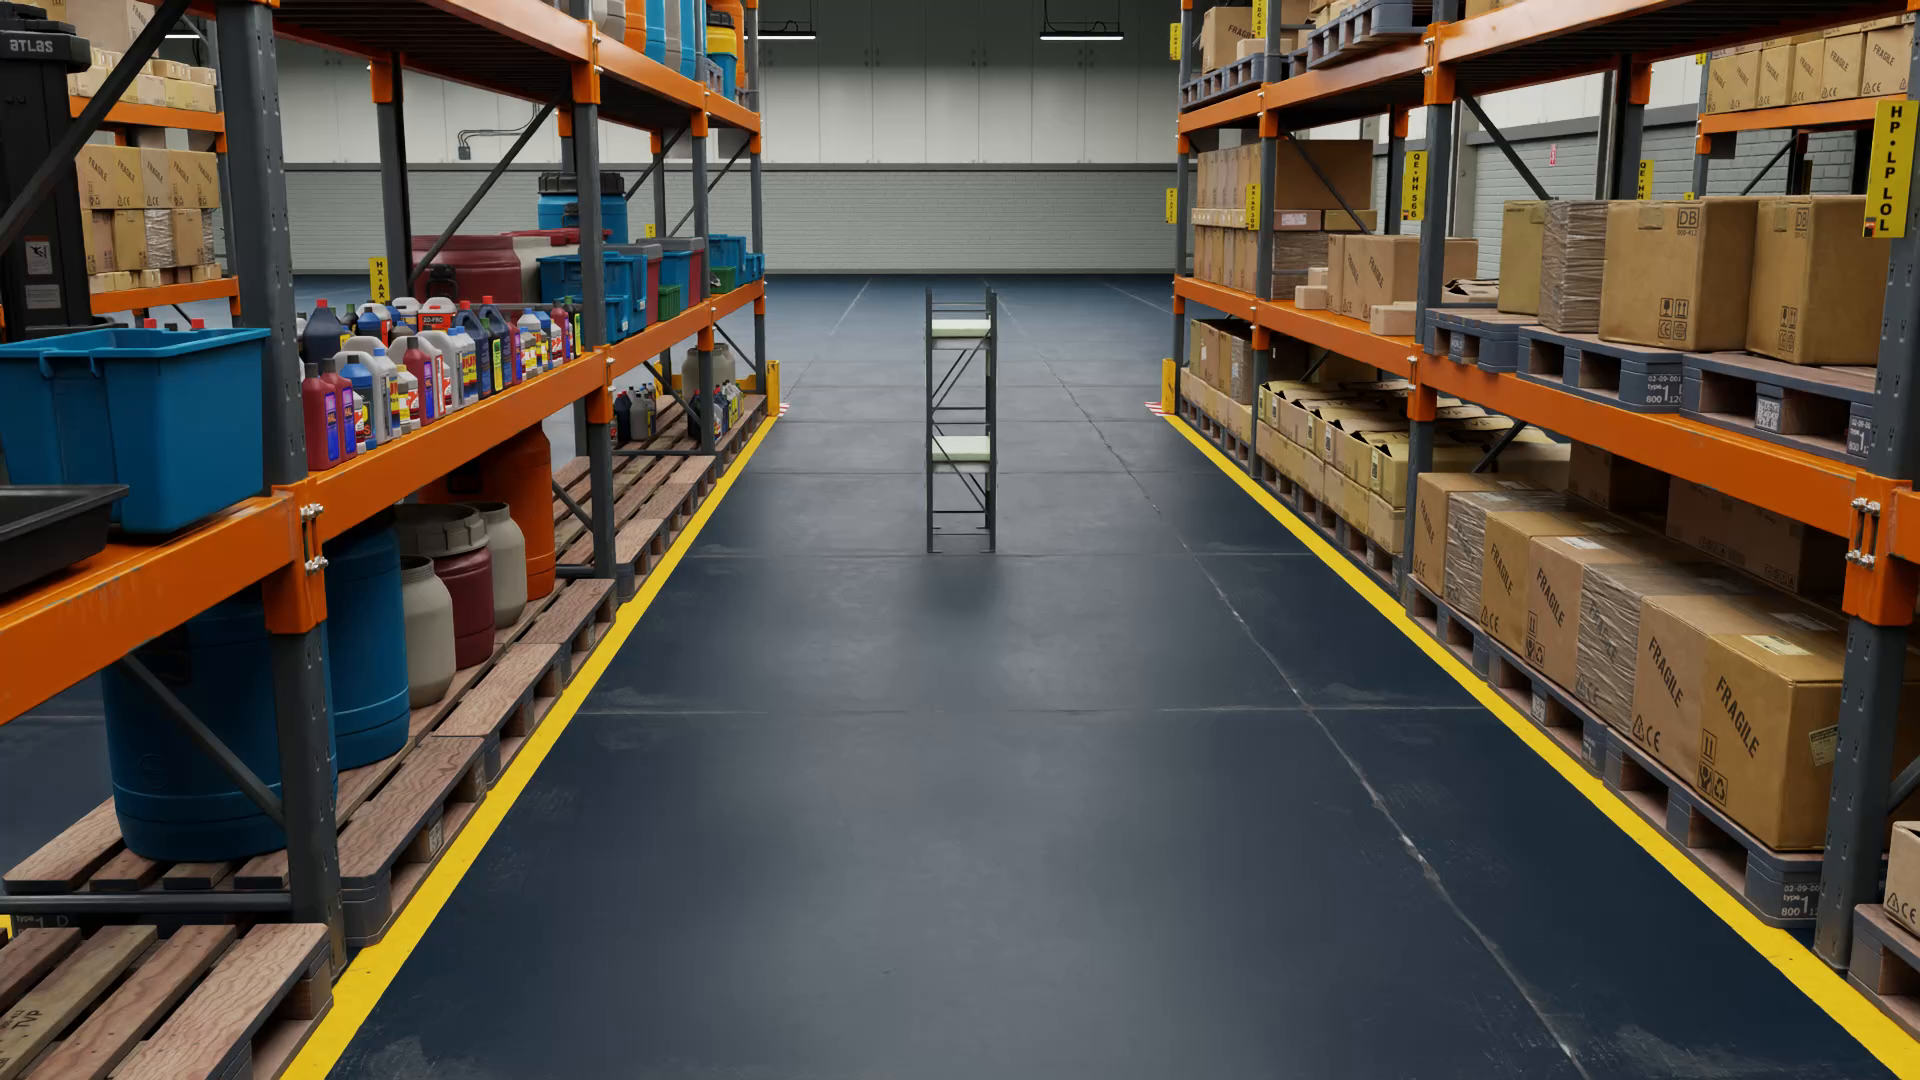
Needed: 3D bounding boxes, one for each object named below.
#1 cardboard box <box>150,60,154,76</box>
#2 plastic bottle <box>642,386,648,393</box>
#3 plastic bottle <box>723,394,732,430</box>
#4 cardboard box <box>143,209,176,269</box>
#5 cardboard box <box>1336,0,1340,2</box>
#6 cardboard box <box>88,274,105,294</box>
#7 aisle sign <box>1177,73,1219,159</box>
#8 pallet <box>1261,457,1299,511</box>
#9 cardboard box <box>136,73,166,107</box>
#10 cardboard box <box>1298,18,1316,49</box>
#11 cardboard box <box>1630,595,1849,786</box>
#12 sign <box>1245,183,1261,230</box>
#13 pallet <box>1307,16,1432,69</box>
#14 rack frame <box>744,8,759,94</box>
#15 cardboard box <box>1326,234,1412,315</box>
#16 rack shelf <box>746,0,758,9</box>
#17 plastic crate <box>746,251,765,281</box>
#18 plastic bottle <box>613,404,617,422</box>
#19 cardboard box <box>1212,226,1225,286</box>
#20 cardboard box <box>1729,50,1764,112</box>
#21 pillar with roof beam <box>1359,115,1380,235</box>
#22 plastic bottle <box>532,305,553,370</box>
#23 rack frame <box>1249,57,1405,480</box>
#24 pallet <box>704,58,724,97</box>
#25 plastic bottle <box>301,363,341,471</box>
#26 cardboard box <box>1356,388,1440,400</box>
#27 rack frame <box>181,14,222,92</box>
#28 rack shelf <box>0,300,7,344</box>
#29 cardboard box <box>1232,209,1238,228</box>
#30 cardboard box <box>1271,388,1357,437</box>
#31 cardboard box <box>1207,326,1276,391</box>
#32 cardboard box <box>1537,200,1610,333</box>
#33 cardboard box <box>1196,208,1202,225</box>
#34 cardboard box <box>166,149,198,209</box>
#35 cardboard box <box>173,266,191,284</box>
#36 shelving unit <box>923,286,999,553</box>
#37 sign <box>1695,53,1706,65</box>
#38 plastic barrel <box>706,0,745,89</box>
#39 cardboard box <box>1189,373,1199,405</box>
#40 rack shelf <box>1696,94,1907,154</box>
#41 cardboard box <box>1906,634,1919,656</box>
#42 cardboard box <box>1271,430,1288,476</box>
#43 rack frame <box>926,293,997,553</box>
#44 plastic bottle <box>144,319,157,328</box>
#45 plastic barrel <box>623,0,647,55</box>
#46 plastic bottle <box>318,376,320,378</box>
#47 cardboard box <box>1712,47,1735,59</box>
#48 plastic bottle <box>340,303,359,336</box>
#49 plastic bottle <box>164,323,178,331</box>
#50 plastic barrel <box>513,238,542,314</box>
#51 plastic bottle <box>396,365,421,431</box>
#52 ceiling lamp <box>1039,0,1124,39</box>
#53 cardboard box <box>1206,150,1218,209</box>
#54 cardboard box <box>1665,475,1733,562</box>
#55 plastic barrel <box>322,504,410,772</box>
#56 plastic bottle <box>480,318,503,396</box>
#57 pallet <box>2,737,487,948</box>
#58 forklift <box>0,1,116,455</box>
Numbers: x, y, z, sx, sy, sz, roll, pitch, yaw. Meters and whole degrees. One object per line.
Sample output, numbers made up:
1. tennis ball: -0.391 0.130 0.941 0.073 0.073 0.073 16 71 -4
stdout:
1. cardboard box: -7.104 -4.014 14.132 0.380 0.149 0.250 0 11 0
2. plastic bottle: -2.650 -1.151 13.943 0.097 0.271 0.097 0 11 0
3. plastic bottle: -1.868 -1.024 13.288 0.061 0.283 0.133 0 11 1
4. cardboard box: -7.253 -2.569 14.177 0.875 0.500 0.500 0 11 -1
5. cardboard box: 2.660 -3.661 10.449 0.500 0.500 0.500 1 12 4
6. cardboard box: -6.960 -2.006 13.037 0.380 0.149 0.250 0 11 -1
7. aisle sign: 2.262 -4.008 15.731 0.394 0.787 0.004 0 11 -1
8. pallet: 2.706 -0.414 11.568 1.003 0.211 1.213 0 11 -1
9. cardboard box: -7.055 -3.783 13.992 0.500 0.250 0.500 0 11 0
10. cardboard box: 2.894 -3.836 12.695 0.500 0.311 0.500 -1 12 -4
11. cardboard box: 2.519 0.478 5.340 0.500 0.500 0.500 0 11 -1
12. sign: 2.097 -2.387 11.905 0.100 0.325 0.005 0 11 -1
13. pallet: 2.605 -2.866 9.572 1.003 0.211 1.213 0 11 1
14. rack frame: -2.383 -5.642 15.238 1.000 3.000 0.127 0 11 -1
15. cardboard box: 2.663 -1.718 10.733 0.500 0.500 0.500 1 11 3
16. rack shelf: -2.342 -4.696 13.390 1.077 0.370 4.000 0 11 -1
17. plastic crate: -2.073 -2.531 15.365 0.499 0.251 0.616 0 11 -1
18. plastic bottle: -2.640 -0.886 12.606 0.061 0.283 0.133 0 11 2
19. cardboard box: 2.587 -2.475 14.462 0.700 0.500 0.500 0 11 -1
20. cardboard box: 7.254 -4.097 14.865 0.500 0.500 0.500 1 11 3
21. pillar with roof beam: 3.725 -9.108 32.320 9.100 9.000 0.400 0 11 -1
22. plastic bottle: -1.790 -0.863 7.091 0.097 0.271 0.097 0 11 0
23. rack frame: 2.652 -1.927 12.012 1.000 3.000 0.127 0 11 -1
24. pallet: -2.413 -3.428 12.341 1.213 0.211 1.003 0 11 -1
25. plastic bottle: -1.716 -0.334 4.456 0.061 0.283 0.133 0 11 -1
26. cardboard box: 2.964 -0.877 11.287 0.500 0.311 0.500 0 11 0
27. rack frame: -7.335 -5.622 15.138 1.000 3.000 0.127 0 11 -1
28. rack shelf: -7.211 -1.137 9.927 1.077 0.370 4.000 0 11 -1
29. cardboard box: 2.408 -2.599 13.444 0.380 0.149 0.250 0 11 0
30. cardboard box: 2.417 -0.877 11.287 0.500 0.311 0.500 0 11 -2
31. cardboard box: 2.387 -1.542 14.088 0.500 0.500 0.500 0 11 -1
32. cardboard box: 2.689 -1.079 6.526 0.700 0.500 0.500 2 12 10
33. cardboard box: 2.370 -2.957 15.209 0.380 0.149 0.250 -1 11 -3
34. cardboard box: -7.060 -3.159 14.572 0.500 0.500 0.500 0 11 -1
35. cardboard box: -7.072 -2.354 14.750 0.380 0.149 0.250 0 11 -1
36. shelving unit: 0.000 -0.736 9.917 0.431 1.500 0.755 0 11 -1
37. sign: 6.980 -4.639 15.639 0.100 0.325 0.005 0 11 -1
38. plastic barrel: -2.246 -4.492 14.978 0.600 0.830 0.708 0 11 -1
39. cardboard box: 2.372 -1.373 15.143 0.500 0.250 0.500 0 11 -1
40. rack shelf: 7.563 -3.463 13.849 1.077 0.370 4.000 0 11 -1
41. cardboard box: 3.051 0.576 4.857 0.500 0.500 0.500 -1 11 -4
42. cardboard box: 2.422 -0.602 11.342 0.500 0.250 0.500 0 11 0
43. rack frame: 0.007 -0.664 9.558 0.400 1.500 0.023 0 11 -1
44. plastic bottle: -2.485 -0.511 5.157 0.144 0.351 0.185 0 11 -1
45. plastic barrel: -2.031 -3.087 9.105 0.600 0.830 0.708 0 11 -1
46. plastic bottle: -1.895 -0.382 4.895 0.097 0.201 0.097 0 11 0
47. cardboard box: 7.287 -4.684 15.243 0.500 0.500 0.500 -1 12 -5
48. plastic bottle: -2.565 -0.849 6.991 0.061 0.283 0.133 0 11 -1
49. plastic bottle: -2.337 -0.475 4.978 0.144 0.351 0.185 0 11 -1
50. plastic barrel: -2.452 -1.370 8.988 0.421 0.512 0.421 0 11 0
51. plastic bottle: -1.750 -0.448 5.221 0.097 0.201 0.097 0 11 0
52. ceiling lamp: 2.902 -13.583 39.698 2.000 3.185 0.800 0 11 -1
53. cardboard box: 2.584 -3.199 14.767 0.700 0.500 0.500 -1 11 -3
54. cardboard box: 3.020 -0.090 6.254 0.500 0.250 0.500 0 11 -2
55. plastic barrel: -2.144 0.257 5.471 0.600 0.901 0.708 0 11 -1
56. plastic bottle: -1.752 -0.686 6.188 0.061 0.283 0.133 0 11 -1
57. pallet: -2.109 0.896 5.111 1.003 0.211 1.213 0 11 -1
58. forklift: -5.118 -1.126 8.236 3.031 2.935 1.130 -6 13 -29
